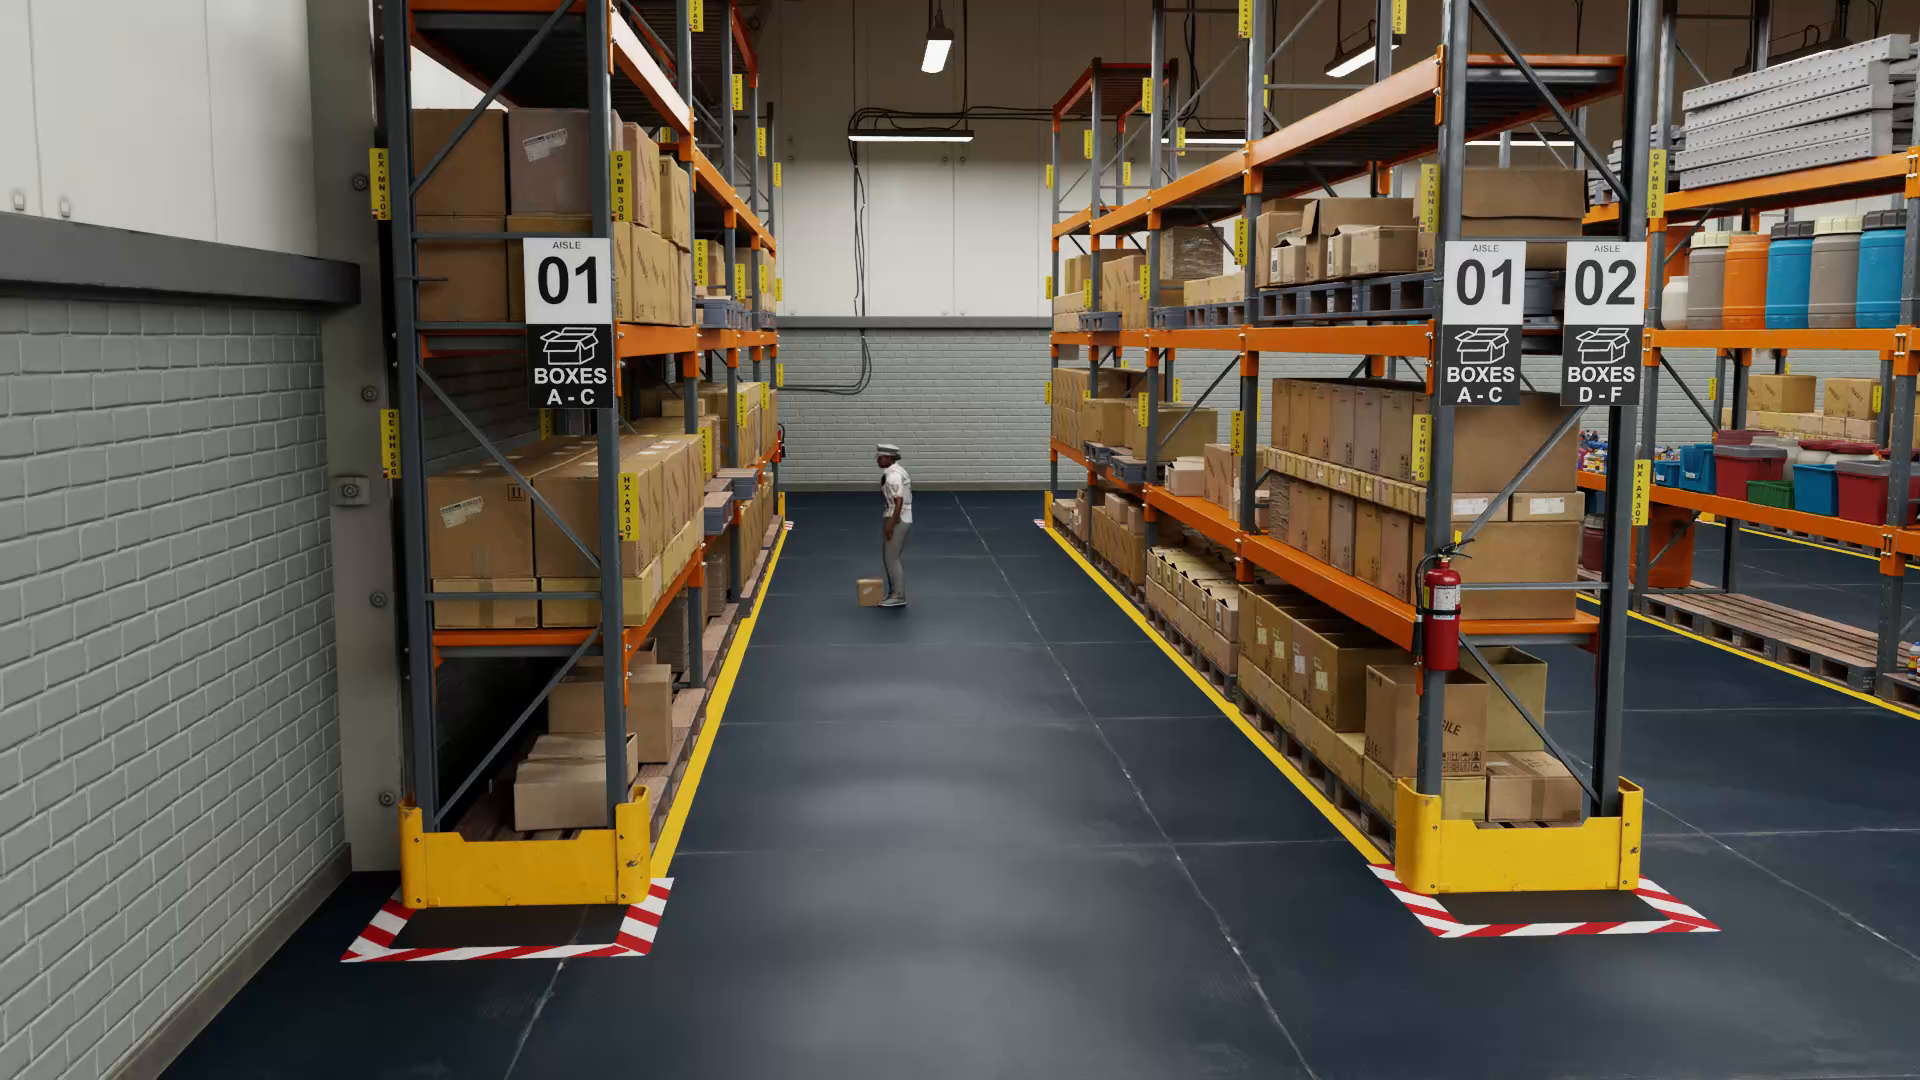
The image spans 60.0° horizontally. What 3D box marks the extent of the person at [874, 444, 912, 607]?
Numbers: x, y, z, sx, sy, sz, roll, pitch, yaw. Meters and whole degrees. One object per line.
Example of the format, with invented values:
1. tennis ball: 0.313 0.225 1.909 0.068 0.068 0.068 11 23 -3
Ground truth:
1. person: -0.684 -0.160 17.058 0.386 1.660 0.505 -1 7 -6
